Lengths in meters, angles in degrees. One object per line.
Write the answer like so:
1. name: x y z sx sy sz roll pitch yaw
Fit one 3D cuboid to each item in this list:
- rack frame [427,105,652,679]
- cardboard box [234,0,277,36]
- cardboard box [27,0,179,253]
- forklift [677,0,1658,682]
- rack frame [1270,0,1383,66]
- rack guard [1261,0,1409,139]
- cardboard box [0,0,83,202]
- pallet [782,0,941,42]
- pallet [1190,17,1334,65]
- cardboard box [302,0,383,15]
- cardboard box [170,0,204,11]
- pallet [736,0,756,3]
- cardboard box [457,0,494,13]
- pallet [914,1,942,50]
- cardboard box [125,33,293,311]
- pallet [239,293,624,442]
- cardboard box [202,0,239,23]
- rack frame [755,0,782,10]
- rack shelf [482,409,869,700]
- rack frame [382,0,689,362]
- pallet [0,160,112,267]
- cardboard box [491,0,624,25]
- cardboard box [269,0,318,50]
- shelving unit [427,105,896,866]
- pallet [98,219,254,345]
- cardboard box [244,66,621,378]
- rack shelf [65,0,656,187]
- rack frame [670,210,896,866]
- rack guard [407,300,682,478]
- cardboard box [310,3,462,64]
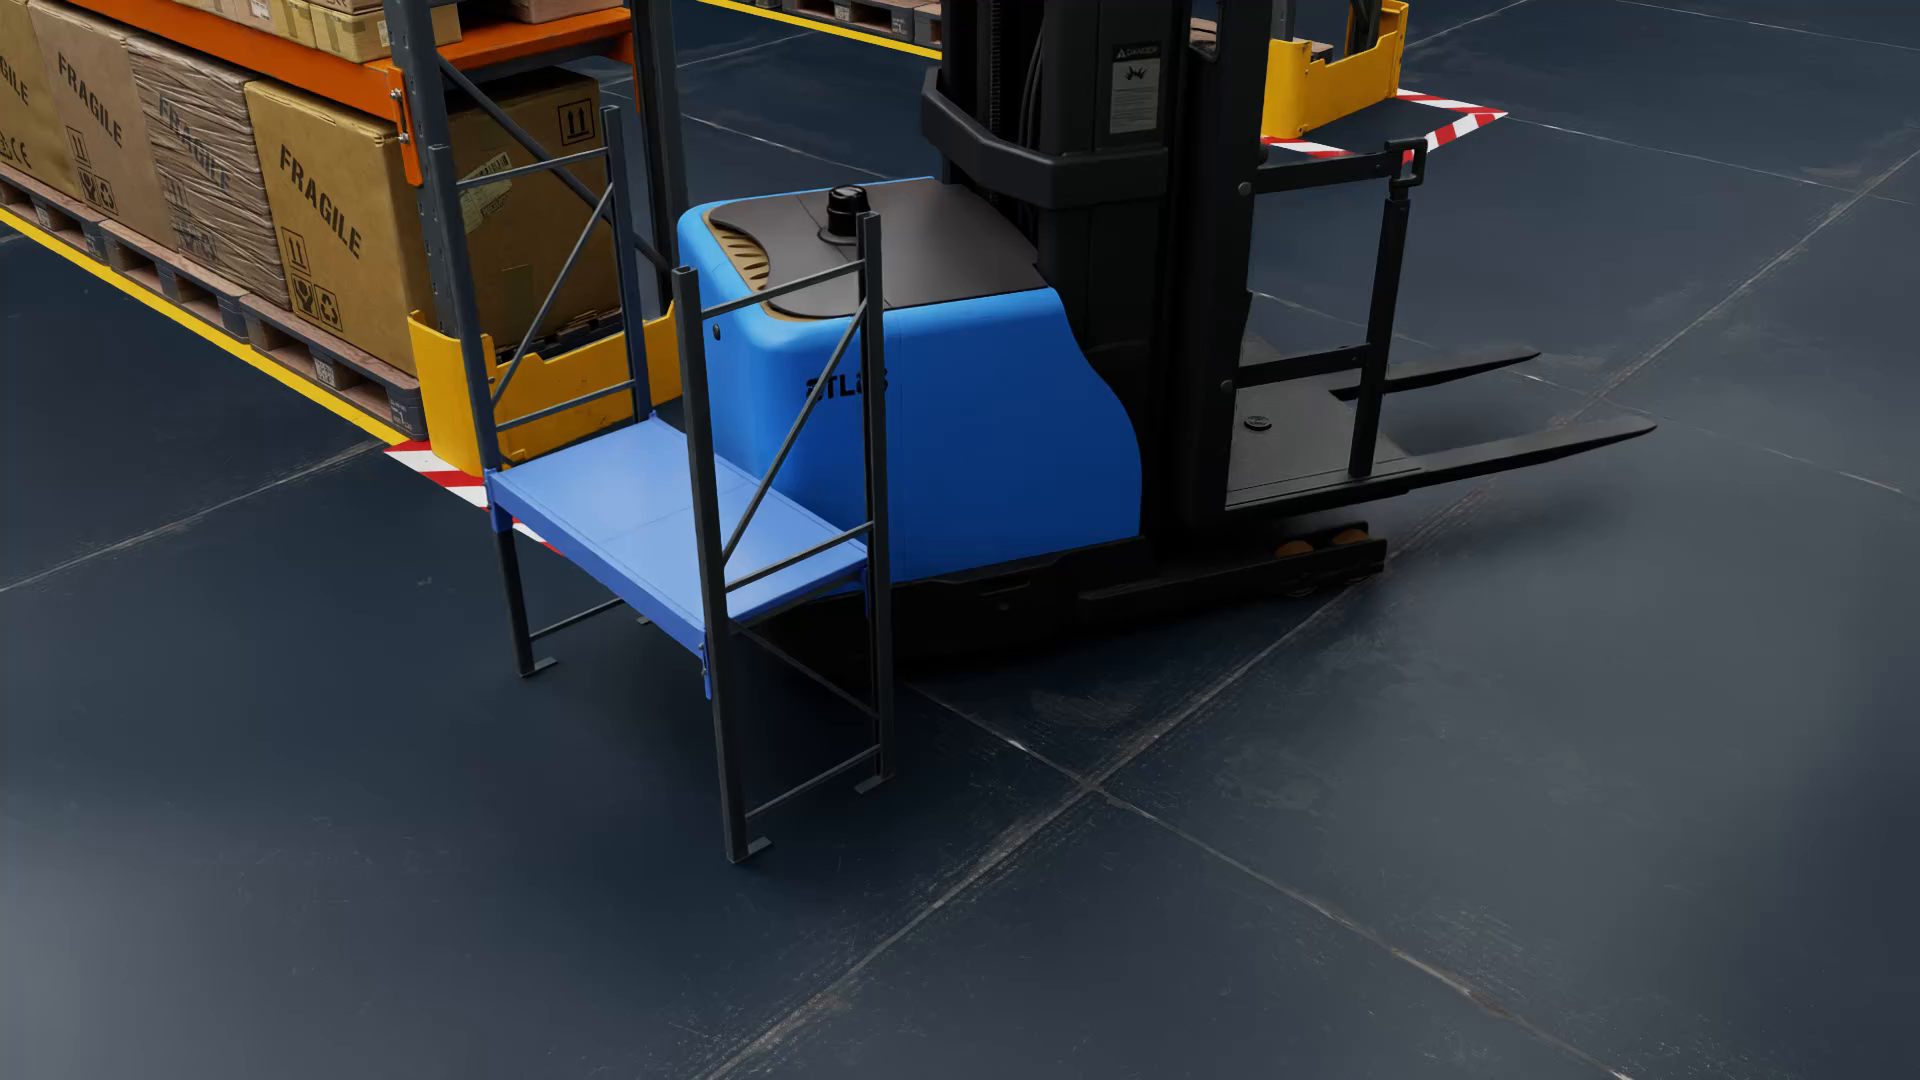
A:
1. rack frame: -1.039 -0.349 4.376 0.500 1.500 0.032 -25 39 -35
2. cardboard box: -2.222 -1.839 5.640 0.250 0.149 0.380 25 39 35
3. cardboard box: -3.220 -1.856 7.077 0.875 0.875 0.875 25 39 35
4. forklift: 0.750 -1.329 4.616 3.031 2.935 1.130 -11 33 -17
5. rack frame: 1.966 -3.666 8.431 0.127 3.000 1.000 25 39 35
6. rack guard: 1.993 -2.592 9.070 0.348 0.500 1.175 25 39 35
7. cardboard box: -3.887 -2.167 7.594 0.875 0.875 0.875 25 39 35
8. pallet: -0.428 -3.616 11.052 1.213 0.211 1.003 25 39 35
9. pallet: 1.381 -2.772 9.649 1.213 0.211 1.003 25 39 35
10. cardboard box: -1.895 -1.901 5.357 0.500 0.250 0.500 24 39 34
11. cardboard box: -2.600 -2.015 5.932 0.250 0.149 0.380 24 39 34
12. pallet: -1.543 -4.139 11.920 1.213 0.211 1.003 25 39 35
13. cardboard box: -1.590 -2.002 5.910 0.250 0.149 0.380 24 39 34
14. pallet: 0.481 -3.194 10.351 1.213 0.211 1.003 25 39 35
15. cardboard box: -2.560 -1.547 6.565 0.875 0.875 0.875 25 39 35
16. pallet: -2.002 -0.824 6.414 1.213 0.211 1.003 25 39 35
17. cardboard box: -2.407 -1.925 5.784 0.250 0.149 0.380 26 40 36
18. rack frame: -0.999 -5.050 10.731 0.127 3.000 1.000 25 39 35
19. rack shelf: -0.700 0.000 4.144 0.538 0.185 1.000 -25 39 -35
20. rack frame: -1.357 -1.772 5.285 0.127 3.000 1.000 25 39 35
21. pallet: -3.812 -1.669 7.817 1.213 0.211 1.003 25 39 35
22. cardboard box: -1.399 -1.913 5.764 0.250 0.149 0.380 26 39 36
23. cardboard box: -2.036 -1.751 5.494 0.250 0.149 0.380 25 39 36
24. shelving unit: -0.700 -0.154 4.051 0.538 1.500 1.048 -25 39 -35
25. pallet: -2.903 -1.246 7.116 1.213 0.211 1.003 25 39 35
26. cardboard box: -1.885 -1.233 6.042 0.875 0.875 0.875 25 39 35
27. rack shelf: -2.840 -2.156 6.621 4.000 0.370 1.077 25 39 35
28. rack frame: -0.362 0.042 3.726 0.500 1.500 0.032 -25 39 -35
29. rack guard: -1.339 -0.693 5.916 0.348 0.500 1.175 25 39 35
30. cardboard box: -1.842 -1.662 5.346 0.250 0.149 0.380 26 40 36
